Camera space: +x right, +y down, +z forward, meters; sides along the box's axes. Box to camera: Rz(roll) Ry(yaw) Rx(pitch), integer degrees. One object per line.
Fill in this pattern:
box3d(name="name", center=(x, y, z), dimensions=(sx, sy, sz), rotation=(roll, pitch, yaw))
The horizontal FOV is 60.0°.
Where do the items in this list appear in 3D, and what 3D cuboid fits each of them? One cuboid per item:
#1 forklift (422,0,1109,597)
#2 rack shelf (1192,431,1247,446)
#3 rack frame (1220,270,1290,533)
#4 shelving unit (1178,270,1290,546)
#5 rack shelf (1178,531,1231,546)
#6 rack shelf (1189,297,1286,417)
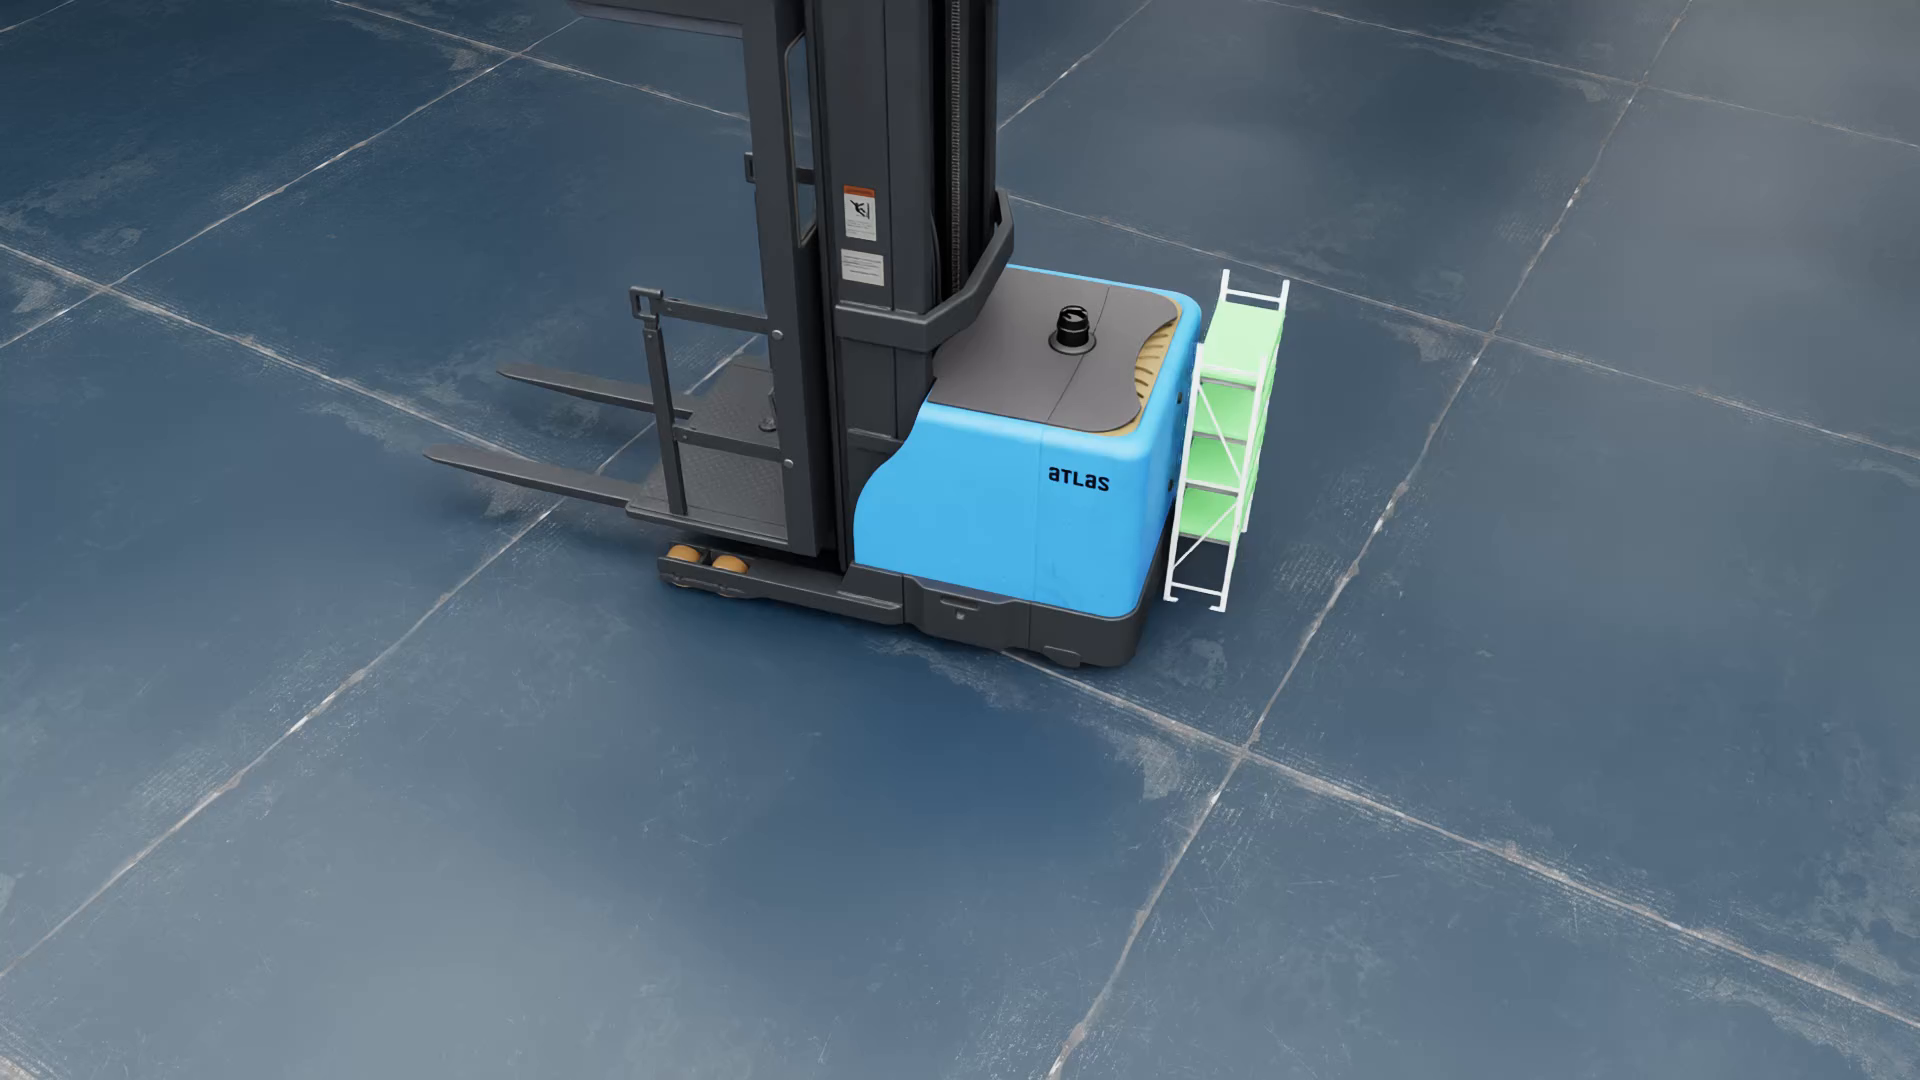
box3d(name="forklift", center=(-0.666, -1.198, 5.892), dimensions=(3.031, 2.935, 1.121), rotation=(12, 43, 13))
box3d(name="rack shelf", center=(0.994, -0.505, 6.102), dimensions=(0.199, 0.029, 0.442), rotation=(12, 43, 12))
box3d(name="rack frame", center=(1.063, -0.506, 6.413), dimensions=(0.240, 1.200, 0.015), rotation=(12, 43, 12))
box3d(name="shelving unit", center=(0.993, -0.355, 6.242), dimensions=(0.258, 1.200, 0.492), rotation=(12, 43, 12))
box3d(name="rack shelf", center=(0.987, -0.146, 6.421), dimensions=(0.199, 0.029, 0.442), rotation=(12, 43, 12))
box3d(name="rack shelf", center=(0.997, -0.663, 5.962), dimensions=(0.258, 0.148, 0.480), rotation=(12, 43, 12))
